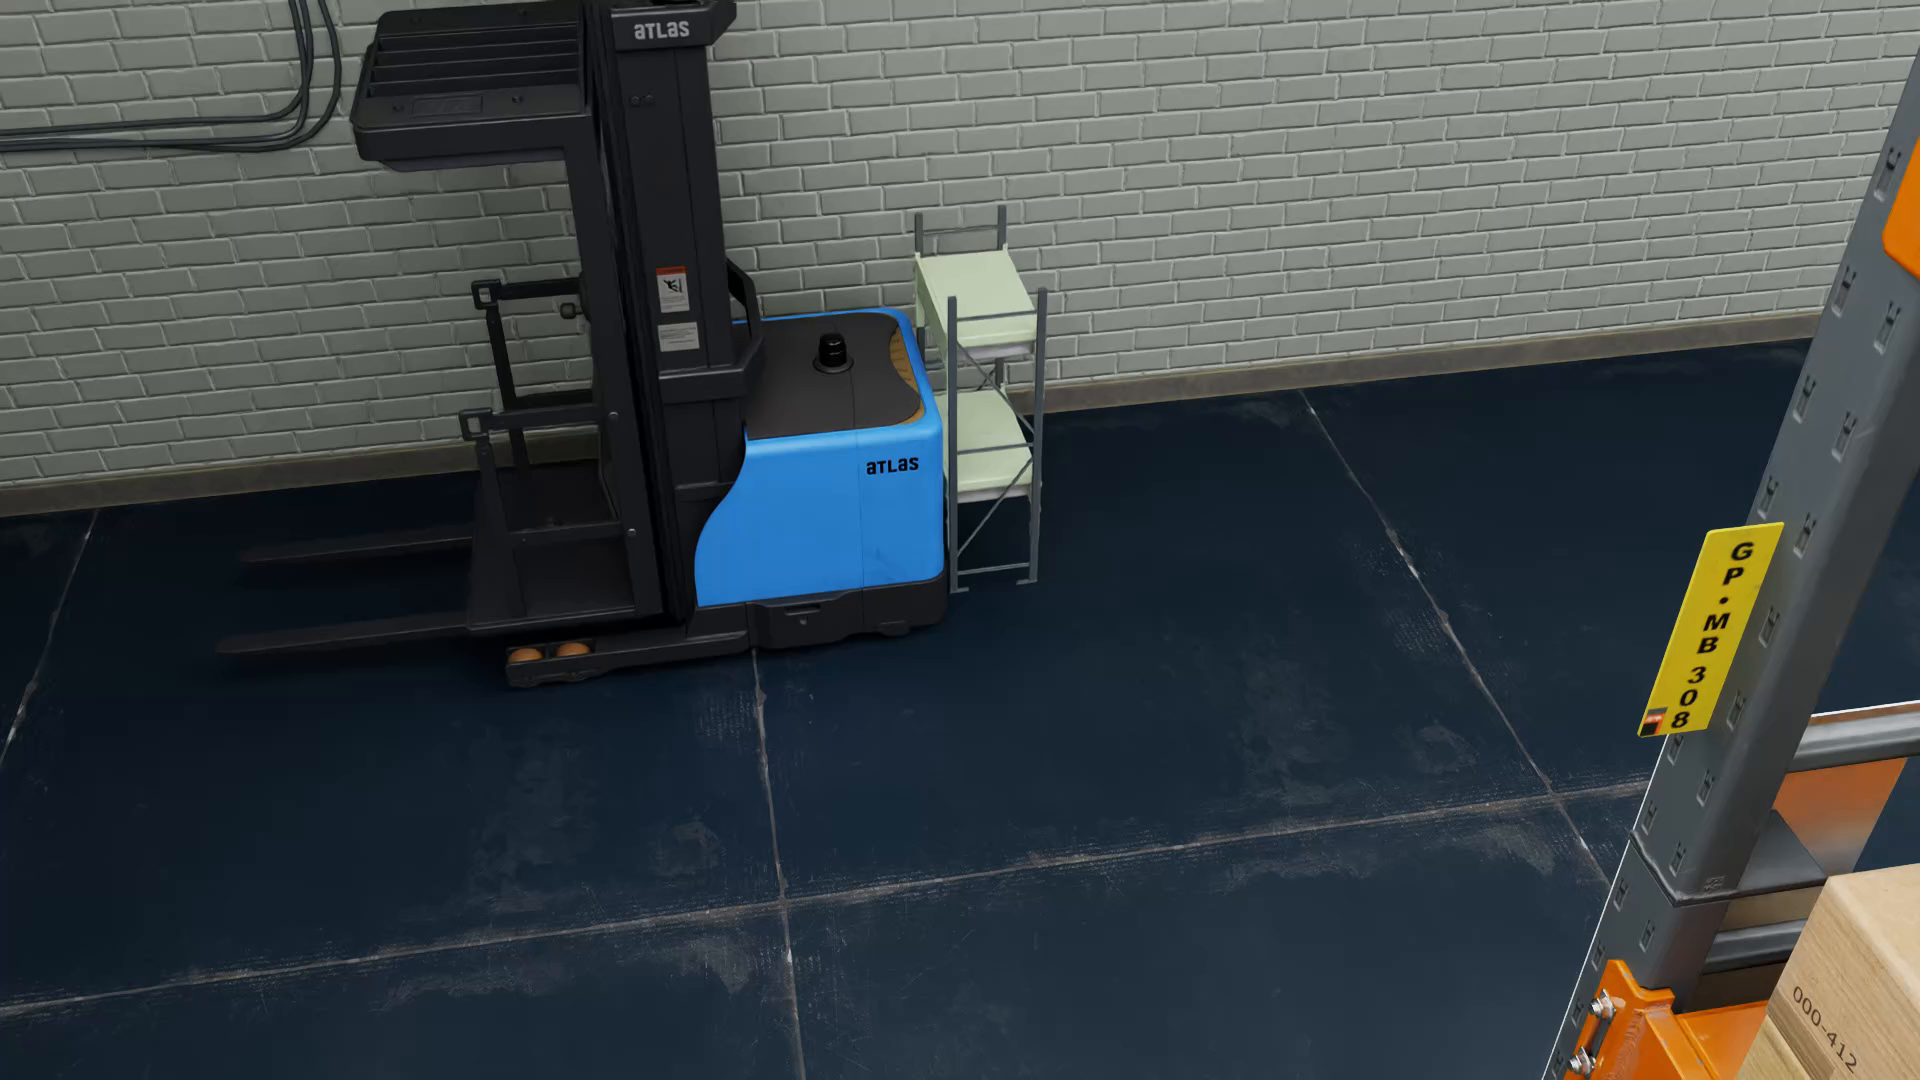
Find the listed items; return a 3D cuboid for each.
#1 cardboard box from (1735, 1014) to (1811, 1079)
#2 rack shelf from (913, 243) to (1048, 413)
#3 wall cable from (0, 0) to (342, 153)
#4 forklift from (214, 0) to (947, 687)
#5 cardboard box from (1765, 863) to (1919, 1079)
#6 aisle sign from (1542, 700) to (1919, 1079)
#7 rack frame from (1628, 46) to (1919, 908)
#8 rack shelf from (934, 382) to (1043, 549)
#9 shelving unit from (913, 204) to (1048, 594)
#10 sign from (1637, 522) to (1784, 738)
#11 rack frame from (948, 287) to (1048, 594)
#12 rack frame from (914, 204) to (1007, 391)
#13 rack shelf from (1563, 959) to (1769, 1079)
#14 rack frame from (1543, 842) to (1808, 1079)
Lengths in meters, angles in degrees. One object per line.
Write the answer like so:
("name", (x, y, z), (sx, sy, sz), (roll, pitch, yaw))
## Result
("cardboard box", (1.276, 0.797, 1.956), (0.500, 0.250, 0.500), (-6, 38, -8))
("rack shelf", (0.076, -0.911, 7.064), (0.431, 0.370, 0.720), (-7, 38, -9))
("wall cable", (-4.079, -2.477, 6.135), (3.097, 2.526, 0.112), (-6, 38, -8))
("forklift", (-1.623, -0.893, 6.510), (3.031, 2.935, 1.130), (-6, 38, -8))
("cardboard box", (1.270, 0.601, 1.802), (0.500, 0.250, 0.500), (-6, 38, -8))
("aisle sign", (1.136, 0.549, 2.480), (0.394, 0.787, 0.004), (-6, 38, -8))
("rack frame", (1.437, -0.784, 1.424), (1.000, 3.000, 0.127), (-6, 38, -8))
("rack shelf", (0.076, -0.345, 7.504), (0.431, 0.370, 0.720), (-7, 38, -9))
("shelving unit", (0.076, -0.603, 7.304), (0.431, 1.500, 0.755), (-7, 38, -9))
("sign", (0.902, 0.114, 2.001), (0.100, 0.325, 0.005), (-6, 38, -8))
("rack frame", (0.149, -0.383, 7.020), (0.400, 1.500, 0.023), (-7, 38, -9))
("rack frame", (0.002, -0.823, 7.587), (0.400, 1.500, 0.023), (-7, 38, -9))
("rack shelf", (1.787, 1.893, 1.010), (1.077, 0.370, 4.000), (-6, 38, -8))
("rack frame", (1.437, 1.585, 3.265), (1.000, 3.000, 0.127), (-6, 38, -8))
